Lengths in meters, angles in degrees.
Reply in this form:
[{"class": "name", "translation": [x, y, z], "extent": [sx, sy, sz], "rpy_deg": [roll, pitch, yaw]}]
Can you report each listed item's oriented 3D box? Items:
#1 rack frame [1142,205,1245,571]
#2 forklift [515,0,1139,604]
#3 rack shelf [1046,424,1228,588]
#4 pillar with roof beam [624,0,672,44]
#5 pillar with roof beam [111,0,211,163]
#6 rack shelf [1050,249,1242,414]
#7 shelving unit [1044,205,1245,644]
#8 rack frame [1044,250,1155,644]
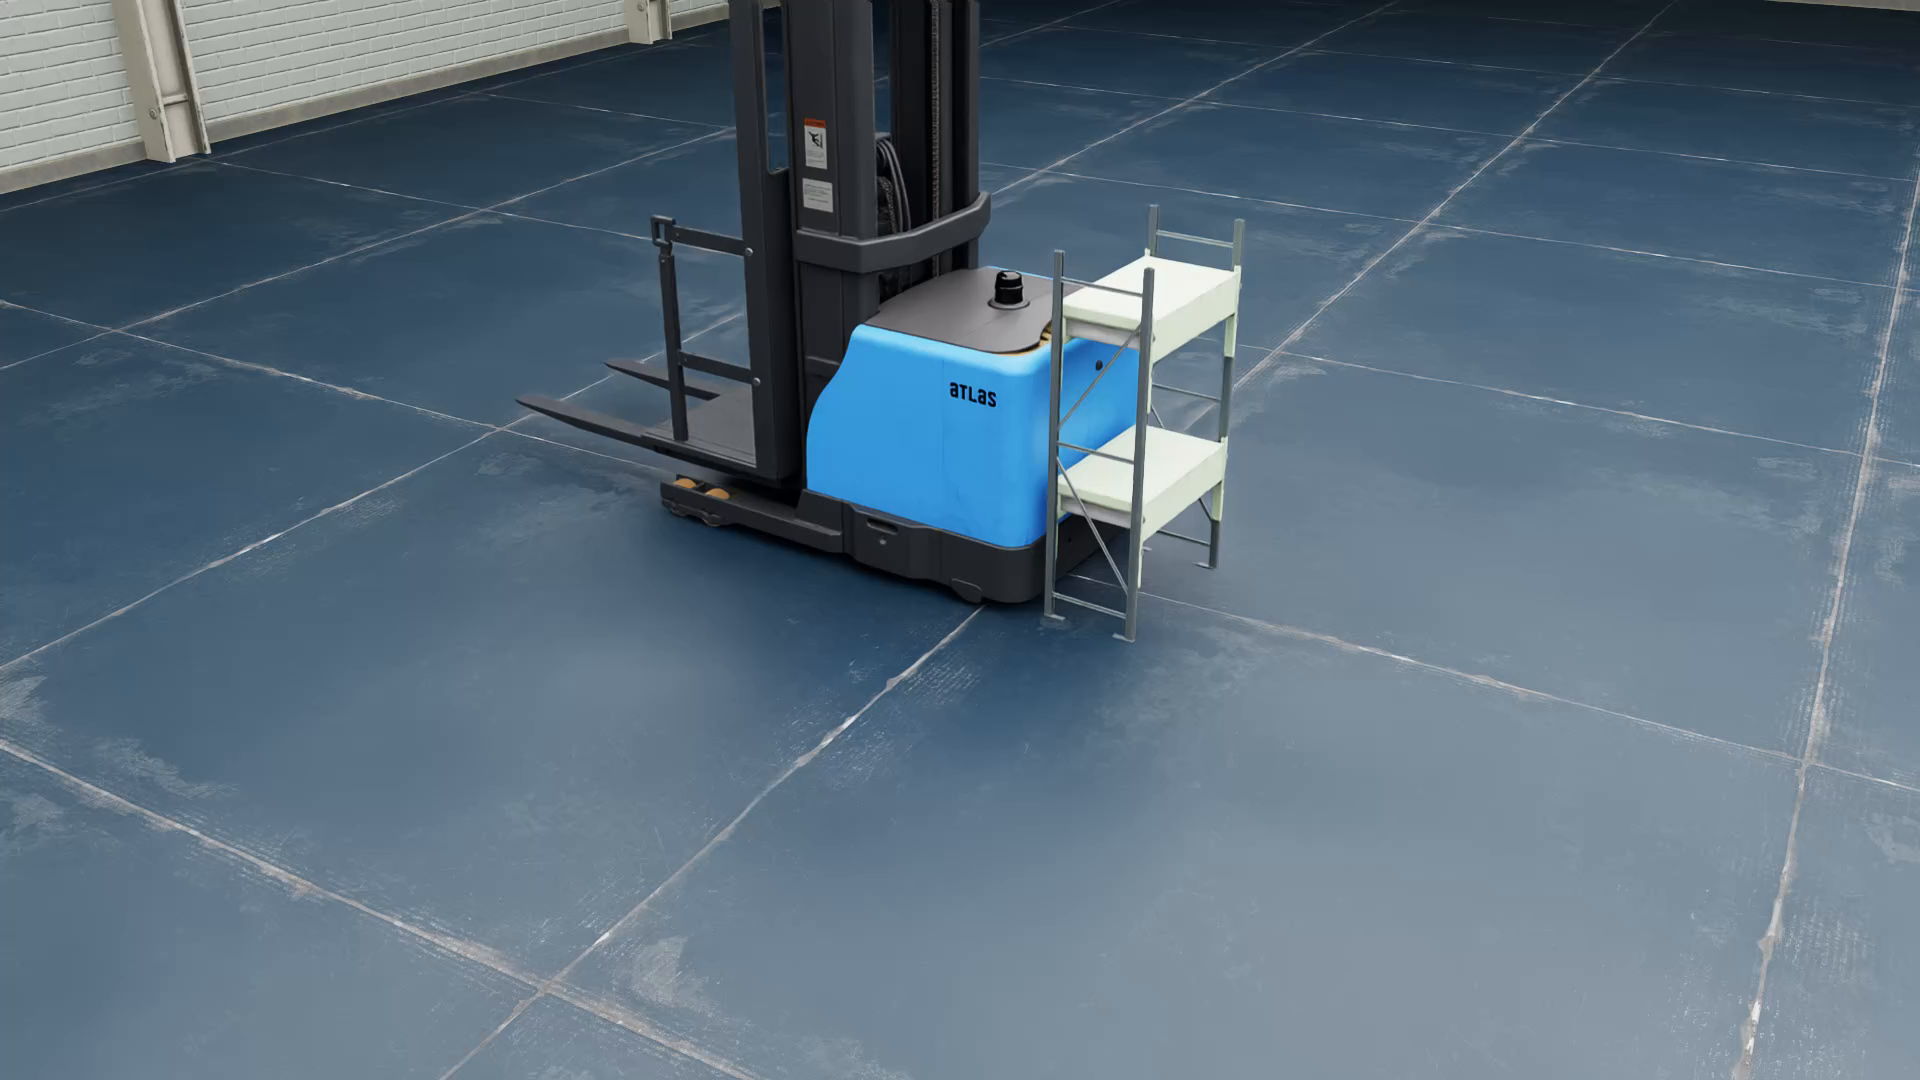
[{"class": "rack frame", "translation": [0.914, -0.594, 6.761], "extent": [0.400, 1.500, 0.023], "rpy_deg": [17, 31, 30]}, {"class": "forklift", "translation": [-0.733, -1.549, 7.070], "extent": [3.031, 2.935, 1.130], "rpy_deg": [17, 31, 30]}, {"class": "rack shelf", "translation": [0.711, -0.166, 6.635], "extent": [0.431, 0.370, 0.720], "rpy_deg": [17, 31, 30]}, {"class": "pillar with roof beam", "translation": [0.365, -8.532, 14.242], "extent": [9.100, 9.000, 0.400], "rpy_deg": [14, 30, 26]}, {"class": "pillar with roof beam", "translation": [-2.586, -6.194, 9.570], "extent": [9.100, 9.000, 0.400], "rpy_deg": [14, 30, 26]}, {"class": "rack shelf", "translation": [0.711, -0.807, 6.314], "extent": [0.431, 0.370, 0.720], "rpy_deg": [17, 31, 30]}, {"class": "shelving unit", "translation": [0.711, -0.458, 6.489], "extent": [0.431, 1.500, 0.755], "rpy_deg": [17, 31, 30]}, {"class": "rack frame", "translation": [0.508, -0.321, 6.216], "extent": [0.400, 1.500, 0.023], "rpy_deg": [17, 31, 30]}]
